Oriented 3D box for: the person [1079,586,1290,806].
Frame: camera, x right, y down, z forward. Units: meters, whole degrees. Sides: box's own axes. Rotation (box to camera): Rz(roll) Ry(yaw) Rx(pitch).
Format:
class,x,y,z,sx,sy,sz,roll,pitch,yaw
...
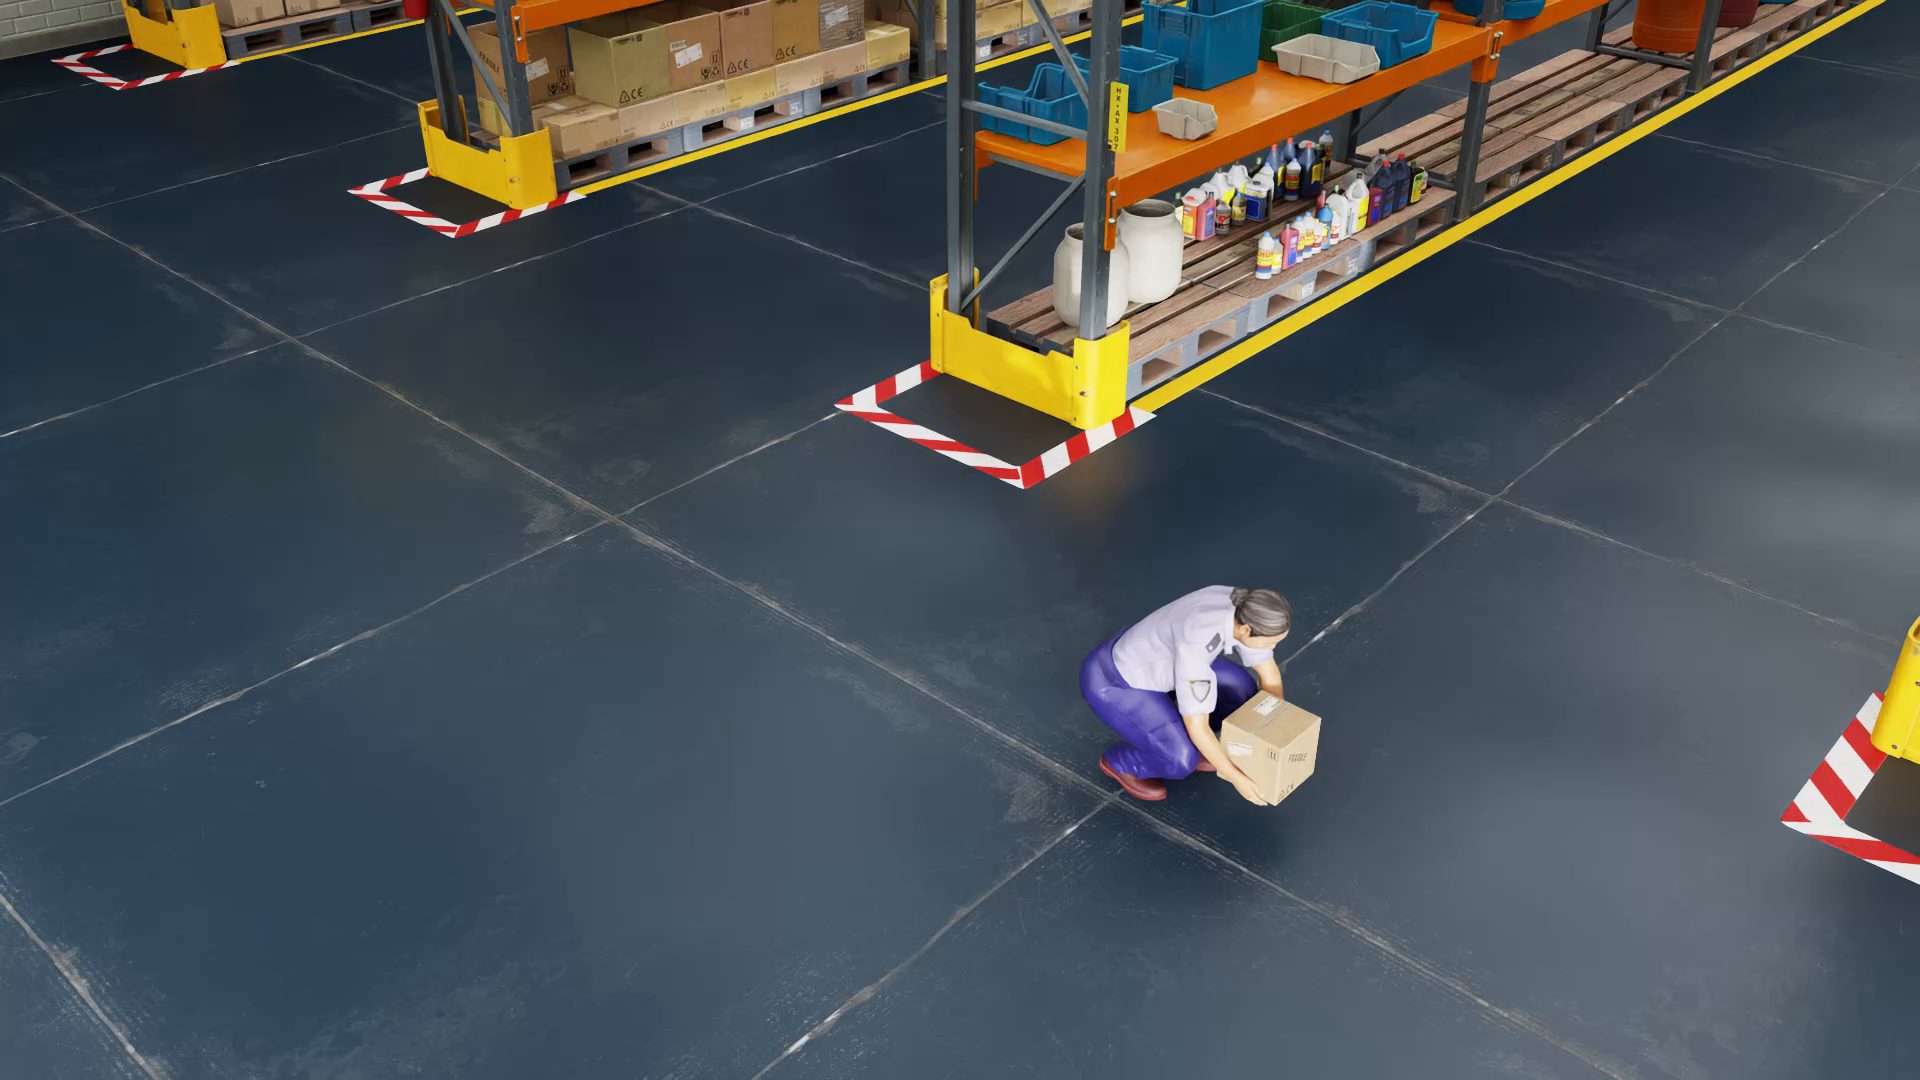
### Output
class,x,y,z,sx,sy,sz,roll,pitch,yaw
person,0.846,0.510,6.021,0.820,0.926,0.528,25,40,35
